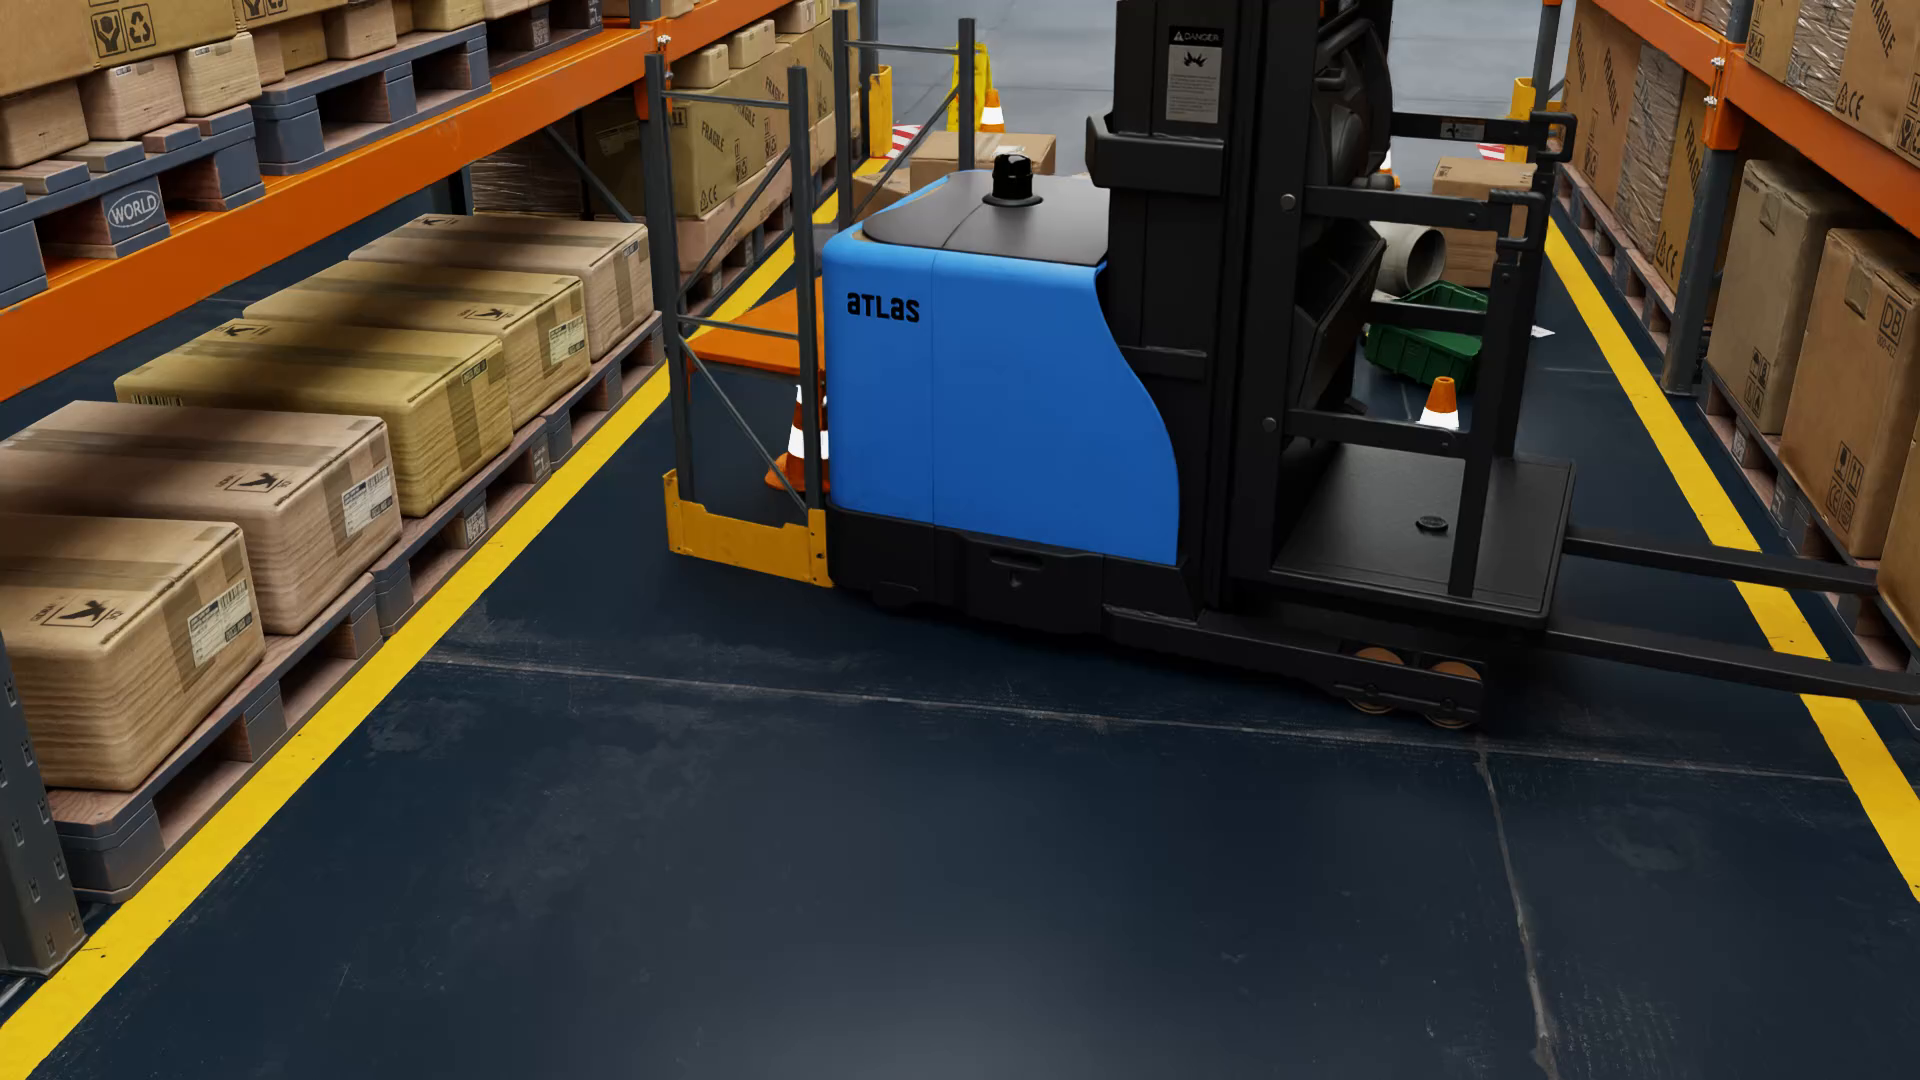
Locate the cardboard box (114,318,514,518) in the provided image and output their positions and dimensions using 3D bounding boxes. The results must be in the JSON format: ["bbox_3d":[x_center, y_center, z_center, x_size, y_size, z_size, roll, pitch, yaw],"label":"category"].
[{"bbox_3d":[-1.974,-0.394,5.157,0.950,0.372,0.625,5,26,10],"label":"cardboard box"}]

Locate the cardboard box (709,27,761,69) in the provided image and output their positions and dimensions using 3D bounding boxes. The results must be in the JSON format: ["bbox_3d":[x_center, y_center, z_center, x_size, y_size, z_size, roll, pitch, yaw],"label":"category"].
[{"bbox_3d":[-1.140,-2.275,7.669,0.380,0.149,0.250,5,26,11],"label":"cardboard box"}]

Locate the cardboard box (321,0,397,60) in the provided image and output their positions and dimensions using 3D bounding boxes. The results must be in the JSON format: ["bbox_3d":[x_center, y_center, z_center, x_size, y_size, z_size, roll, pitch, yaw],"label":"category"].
[{"bbox_3d":[-1.770,-1.404,4.512,0.380,0.149,0.250,5,26,10],"label":"cardboard box"}]

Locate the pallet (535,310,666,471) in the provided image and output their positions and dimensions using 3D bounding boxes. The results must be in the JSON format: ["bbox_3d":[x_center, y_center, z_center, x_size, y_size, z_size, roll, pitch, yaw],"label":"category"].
[{"bbox_3d":[-1.791,-0.616,6.318,1.003,0.211,1.213,4,25,9],"label":"pallet"}]

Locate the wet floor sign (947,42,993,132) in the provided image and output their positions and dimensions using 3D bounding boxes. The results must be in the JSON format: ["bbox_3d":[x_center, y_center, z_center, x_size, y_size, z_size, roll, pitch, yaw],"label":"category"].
[{"bbox_3d":[0.075,-2.817,10.507,0.267,0.644,0.232,13,28,26],"label":"wet floor sign"}]

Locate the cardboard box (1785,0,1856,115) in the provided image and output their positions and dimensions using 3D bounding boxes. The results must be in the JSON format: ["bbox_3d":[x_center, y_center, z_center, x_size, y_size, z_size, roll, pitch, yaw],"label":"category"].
[{"bbox_3d":[2.802,-1.537,4.878,0.500,0.500,0.500,4,25,9],"label":"cardboard box"}]

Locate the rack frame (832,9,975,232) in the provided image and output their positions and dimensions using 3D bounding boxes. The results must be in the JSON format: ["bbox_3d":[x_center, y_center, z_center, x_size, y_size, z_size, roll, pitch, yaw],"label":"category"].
[{"bbox_3d":[-0.183,-0.992,5.601,0.500,1.500,0.032,12,28,24],"label":"rack frame"}]

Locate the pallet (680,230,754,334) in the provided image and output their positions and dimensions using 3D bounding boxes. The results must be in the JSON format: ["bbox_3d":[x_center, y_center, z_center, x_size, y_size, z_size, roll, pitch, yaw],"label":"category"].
[{"bbox_3d":[-1.590,-1.225,7.619,1.003,0.211,1.213,4,25,9],"label":"pallet"}]

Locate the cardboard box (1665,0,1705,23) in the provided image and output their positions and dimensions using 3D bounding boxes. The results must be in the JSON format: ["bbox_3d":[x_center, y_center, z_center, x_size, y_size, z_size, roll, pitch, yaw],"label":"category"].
[{"bbox_3d":[3.351,-2.359,6.574,0.875,0.550,0.550,4,25,9],"label":"cardboard box"}]

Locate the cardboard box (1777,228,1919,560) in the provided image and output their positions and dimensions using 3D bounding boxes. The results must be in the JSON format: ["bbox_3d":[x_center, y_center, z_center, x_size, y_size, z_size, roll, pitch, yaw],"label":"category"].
[{"bbox_3d":[3.061,-0.407,4.739,1.050,0.750,0.750,4,25,9],"label":"cardboard box"}]

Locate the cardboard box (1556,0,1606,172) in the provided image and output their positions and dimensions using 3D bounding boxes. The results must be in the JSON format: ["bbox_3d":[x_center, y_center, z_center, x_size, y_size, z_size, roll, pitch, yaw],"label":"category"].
[{"bbox_3d":[3.843,-2.517,9.100,0.875,0.875,0.875,4,25,9],"label":"cardboard box"}]

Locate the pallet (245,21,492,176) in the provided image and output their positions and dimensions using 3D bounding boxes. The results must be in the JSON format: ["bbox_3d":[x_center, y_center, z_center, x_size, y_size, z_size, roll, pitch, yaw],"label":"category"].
[{"bbox_3d":[-2.036,-1.276,4.664,1.003,0.211,1.213,4,25,9],"label":"pallet"}]

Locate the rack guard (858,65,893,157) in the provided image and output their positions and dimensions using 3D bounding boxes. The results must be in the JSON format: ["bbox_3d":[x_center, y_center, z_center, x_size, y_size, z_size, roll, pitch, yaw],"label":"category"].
[{"bbox_3d":[-1.024,-2.714,10.459,1.175,0.500,0.348,4,25,9],"label":"rack guard"}]

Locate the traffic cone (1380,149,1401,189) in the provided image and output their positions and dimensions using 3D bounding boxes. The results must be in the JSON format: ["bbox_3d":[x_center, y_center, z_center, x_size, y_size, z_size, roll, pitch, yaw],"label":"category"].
[{"bbox_3d":[2.401,-2.305,9.628,0.336,0.463,0.334,4,25,9],"label":"traffic cone"}]

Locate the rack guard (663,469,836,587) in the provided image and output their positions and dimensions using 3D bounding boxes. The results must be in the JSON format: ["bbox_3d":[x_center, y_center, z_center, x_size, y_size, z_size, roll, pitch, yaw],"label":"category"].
[{"bbox_3d":[-0.632,-0.040,5.041,0.587,0.250,0.087,12,28,24],"label":"rack guard"}]

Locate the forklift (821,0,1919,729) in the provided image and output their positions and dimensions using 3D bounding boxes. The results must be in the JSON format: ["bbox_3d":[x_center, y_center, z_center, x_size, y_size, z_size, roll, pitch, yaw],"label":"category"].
[{"bbox_3d":[1.180,-1.104,4.150,3.031,2.935,1.130,10,27,20],"label":"forklift"}]

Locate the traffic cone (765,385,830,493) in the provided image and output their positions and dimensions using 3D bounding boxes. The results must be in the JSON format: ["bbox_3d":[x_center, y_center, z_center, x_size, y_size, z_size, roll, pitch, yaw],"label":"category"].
[{"bbox_3d":[-0.487,-0.440,5.645,0.336,0.463,0.334,4,25,9],"label":"traffic cone"}]

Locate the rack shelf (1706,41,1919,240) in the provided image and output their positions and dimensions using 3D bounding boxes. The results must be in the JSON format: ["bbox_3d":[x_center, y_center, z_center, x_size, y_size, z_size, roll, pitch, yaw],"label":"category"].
[{"bbox_3d":[2.908,-0.742,4.146,1.077,0.370,4.000,4,25,9],"label":"rack shelf"}]

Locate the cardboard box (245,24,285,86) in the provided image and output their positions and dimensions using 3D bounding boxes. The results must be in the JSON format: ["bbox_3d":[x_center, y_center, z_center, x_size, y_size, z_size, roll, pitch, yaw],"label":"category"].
[{"bbox_3d":[-1.885,-1.178,4.030,0.380,0.149,0.250,6,26,12],"label":"cardboard box"}]

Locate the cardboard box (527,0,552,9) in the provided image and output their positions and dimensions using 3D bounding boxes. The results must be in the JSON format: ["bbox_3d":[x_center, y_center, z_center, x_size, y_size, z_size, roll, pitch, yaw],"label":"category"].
[{"bbox_3d":[-1.544,-1.828,5.417,0.380,0.149,0.250,4,25,8],"label":"cardboard box"}]

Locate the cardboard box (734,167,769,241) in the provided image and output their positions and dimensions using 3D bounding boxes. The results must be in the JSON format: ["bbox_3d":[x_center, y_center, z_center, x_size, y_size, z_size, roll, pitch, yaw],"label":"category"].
[{"bbox_3d":[-1.226,-1.602,7.882,0.500,0.250,0.500,5,26,11],"label":"cardboard box"}]

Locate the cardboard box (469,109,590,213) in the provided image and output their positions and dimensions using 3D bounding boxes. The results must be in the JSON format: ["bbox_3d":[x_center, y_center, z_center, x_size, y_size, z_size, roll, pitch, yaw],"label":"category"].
[{"bbox_3d":[-1.833,-1.756,7.326,0.500,0.500,0.500,4,25,8],"label":"cardboard box"}]

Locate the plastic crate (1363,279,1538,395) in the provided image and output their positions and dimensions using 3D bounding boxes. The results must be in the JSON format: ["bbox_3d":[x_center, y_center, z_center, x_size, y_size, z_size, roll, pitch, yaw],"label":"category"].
[{"bbox_3d":[1.971,-0.820,6.713,0.450,0.188,0.662,29,36,30],"label":"plastic crate"}]

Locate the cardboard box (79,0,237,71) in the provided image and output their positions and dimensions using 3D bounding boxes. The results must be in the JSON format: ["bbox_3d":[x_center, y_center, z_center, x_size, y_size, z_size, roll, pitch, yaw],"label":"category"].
[{"bbox_3d":[-1.939,-1.293,3.510,0.500,0.500,0.500,5,26,11],"label":"cardboard box"}]

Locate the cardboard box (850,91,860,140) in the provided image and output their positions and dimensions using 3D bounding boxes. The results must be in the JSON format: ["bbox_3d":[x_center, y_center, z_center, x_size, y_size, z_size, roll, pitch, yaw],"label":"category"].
[{"bbox_3d":[-0.882,-2.456,9.707,0.500,0.250,0.500,4,25,8],"label":"cardboard box"}]

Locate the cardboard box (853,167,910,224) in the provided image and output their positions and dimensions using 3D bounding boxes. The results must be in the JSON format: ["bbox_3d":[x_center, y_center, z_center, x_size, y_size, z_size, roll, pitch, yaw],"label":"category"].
[{"bbox_3d":[-0.148,-1.428,7.708,0.500,0.500,0.500,-20,32,-36],"label":"cardboard box"}]

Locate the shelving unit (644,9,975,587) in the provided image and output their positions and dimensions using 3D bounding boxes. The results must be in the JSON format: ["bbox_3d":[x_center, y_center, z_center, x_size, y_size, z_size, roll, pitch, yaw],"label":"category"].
[{"bbox_3d":[-0.412,-0.796,5.181,0.587,1.500,1.083,12,28,24],"label":"shelving unit"}]

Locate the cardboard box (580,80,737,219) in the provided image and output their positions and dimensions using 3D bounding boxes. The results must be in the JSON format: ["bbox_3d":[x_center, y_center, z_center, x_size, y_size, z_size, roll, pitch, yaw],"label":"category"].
[{"bbox_3d":[-1.302,-1.718,7.245,0.500,0.500,0.500,5,26,11],"label":"cardboard box"}]

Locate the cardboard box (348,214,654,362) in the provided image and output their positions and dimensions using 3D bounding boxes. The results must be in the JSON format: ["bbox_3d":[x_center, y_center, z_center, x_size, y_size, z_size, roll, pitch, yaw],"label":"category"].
[{"bbox_3d":[-1.748,-0.986,6.421,0.950,0.372,0.625,4,25,9],"label":"cardboard box"}]

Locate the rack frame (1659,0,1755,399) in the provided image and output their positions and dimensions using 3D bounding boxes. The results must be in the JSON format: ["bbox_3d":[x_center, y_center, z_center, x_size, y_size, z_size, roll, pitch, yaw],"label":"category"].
[{"bbox_3d":[3.235,-1.904,5.780,1.000,3.000,0.127,4,25,9],"label":"rack frame"}]

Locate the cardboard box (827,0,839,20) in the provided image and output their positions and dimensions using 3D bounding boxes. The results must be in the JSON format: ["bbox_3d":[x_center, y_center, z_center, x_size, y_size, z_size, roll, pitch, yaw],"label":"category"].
[{"bbox_3d":[-0.879,-2.945,9.102,0.380,0.149,0.250,5,26,10],"label":"cardboard box"}]

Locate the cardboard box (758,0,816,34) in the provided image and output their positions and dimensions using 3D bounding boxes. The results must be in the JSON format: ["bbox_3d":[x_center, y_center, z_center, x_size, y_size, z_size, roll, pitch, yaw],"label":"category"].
[{"bbox_3d":[-0.968,-2.730,8.642,0.380,0.149,0.250,5,26,11],"label":"cardboard box"}]

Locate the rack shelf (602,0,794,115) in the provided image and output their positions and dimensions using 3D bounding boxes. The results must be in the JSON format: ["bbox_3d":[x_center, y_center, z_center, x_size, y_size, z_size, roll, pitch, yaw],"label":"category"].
[{"bbox_3d":[-1.338,-2.716,8.362,1.077,0.370,4.000,4,25,9],"label":"rack shelf"}]

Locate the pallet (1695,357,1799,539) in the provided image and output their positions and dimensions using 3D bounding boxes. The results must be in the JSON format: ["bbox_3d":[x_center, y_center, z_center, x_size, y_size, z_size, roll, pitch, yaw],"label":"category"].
[{"bbox_3d":[3.183,-0.313,5.671,1.003,0.211,1.213,4,25,9],"label":"pallet"}]

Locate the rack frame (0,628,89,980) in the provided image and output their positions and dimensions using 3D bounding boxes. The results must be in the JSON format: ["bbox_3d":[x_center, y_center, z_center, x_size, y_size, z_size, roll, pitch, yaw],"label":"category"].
[{"bbox_3d":[-2.319,-0.532,2.848,1.000,3.000,0.127,4,25,9],"label":"rack frame"}]

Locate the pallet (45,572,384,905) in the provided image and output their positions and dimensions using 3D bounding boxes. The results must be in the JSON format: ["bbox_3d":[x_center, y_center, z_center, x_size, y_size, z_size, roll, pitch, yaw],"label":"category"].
[{"bbox_3d":[-2.190,0.404,4.138,1.003,0.211,1.213,4,25,9],"label":"pallet"}]

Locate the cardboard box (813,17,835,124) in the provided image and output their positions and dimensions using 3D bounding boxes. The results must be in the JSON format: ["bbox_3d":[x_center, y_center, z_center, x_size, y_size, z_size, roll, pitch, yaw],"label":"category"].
[{"bbox_3d":[-0.967,-2.591,9.110,0.500,0.500,0.500,5,26,10],"label":"cardboard box"}]

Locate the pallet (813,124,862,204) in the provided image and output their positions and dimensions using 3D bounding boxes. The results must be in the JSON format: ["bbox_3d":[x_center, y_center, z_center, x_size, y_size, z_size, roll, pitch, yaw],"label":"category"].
[{"bbox_3d":[-1.191,-2.246,9.799,1.003,0.211,1.213,4,25,9],"label":"pallet"}]

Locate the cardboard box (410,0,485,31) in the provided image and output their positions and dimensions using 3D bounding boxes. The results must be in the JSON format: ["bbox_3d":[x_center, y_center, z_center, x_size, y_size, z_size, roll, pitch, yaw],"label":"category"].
[{"bbox_3d":[-1.658,-1.621,4.977,0.380,0.149,0.250,4,25,8],"label":"cardboard box"}]

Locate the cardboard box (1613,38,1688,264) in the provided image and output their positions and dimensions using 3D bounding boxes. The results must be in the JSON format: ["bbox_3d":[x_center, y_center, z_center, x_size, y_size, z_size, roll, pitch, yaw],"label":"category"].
[{"bbox_3d":[3.550,-1.768,7.499,0.875,0.875,0.875,4,25,9],"label":"cardboard box"}]

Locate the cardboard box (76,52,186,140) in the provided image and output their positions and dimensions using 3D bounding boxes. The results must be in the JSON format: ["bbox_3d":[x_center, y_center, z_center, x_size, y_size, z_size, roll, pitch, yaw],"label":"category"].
[{"bbox_3d":[-1.913,-0.959,3.561,0.380,0.149,0.250,2,25,5],"label":"cardboard box"}]

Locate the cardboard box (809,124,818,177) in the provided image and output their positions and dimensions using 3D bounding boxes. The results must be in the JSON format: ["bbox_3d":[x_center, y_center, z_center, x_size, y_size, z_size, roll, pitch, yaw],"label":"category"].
[{"bbox_3d":[-1.051,-2.031,8.798,0.500,0.250,0.500,3,25,7],"label":"cardboard box"}]

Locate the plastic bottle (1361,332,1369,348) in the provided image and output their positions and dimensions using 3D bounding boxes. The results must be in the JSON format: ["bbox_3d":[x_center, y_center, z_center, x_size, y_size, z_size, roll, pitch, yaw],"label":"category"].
[{"bbox_3d":[1.791,-0.794,6.873,0.133,0.061,0.283,-9,27,-19],"label":"plastic bottle"}]

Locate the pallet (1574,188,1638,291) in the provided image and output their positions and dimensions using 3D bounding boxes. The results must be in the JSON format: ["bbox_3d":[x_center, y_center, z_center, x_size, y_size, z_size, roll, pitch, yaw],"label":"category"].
[{"bbox_3d":[3.633,-1.466,8.132,1.003,0.211,1.213,4,25,9],"label":"pallet"}]

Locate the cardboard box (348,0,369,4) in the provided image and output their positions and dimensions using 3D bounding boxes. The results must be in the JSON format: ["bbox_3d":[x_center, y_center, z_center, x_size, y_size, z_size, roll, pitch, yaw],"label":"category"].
[{"bbox_3d":[-1.769,-1.724,4.431,0.500,0.500,0.500,3,25,7],"label":"cardboard box"}]

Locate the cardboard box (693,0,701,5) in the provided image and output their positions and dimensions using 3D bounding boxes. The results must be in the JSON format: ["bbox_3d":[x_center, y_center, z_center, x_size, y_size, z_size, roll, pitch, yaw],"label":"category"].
[{"bbox_3d":[-1.307,-2.310,6.943,0.380,0.149,0.250,5,26,10],"label":"cardboard box"}]

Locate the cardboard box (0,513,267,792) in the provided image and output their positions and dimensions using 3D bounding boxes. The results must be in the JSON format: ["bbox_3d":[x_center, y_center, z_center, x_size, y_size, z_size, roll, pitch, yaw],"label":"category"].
[{"bbox_3d":[-2.217,0.232,3.820,0.950,0.372,0.625,2,25,5],"label":"cardboard box"}]

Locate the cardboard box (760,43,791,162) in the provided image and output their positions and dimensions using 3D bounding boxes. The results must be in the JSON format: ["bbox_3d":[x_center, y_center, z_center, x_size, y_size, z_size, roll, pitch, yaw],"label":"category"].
[{"bbox_3d":[-1.140,-2.159,8.188,0.500,0.500,0.500,5,26,11],"label":"cardboard box"}]

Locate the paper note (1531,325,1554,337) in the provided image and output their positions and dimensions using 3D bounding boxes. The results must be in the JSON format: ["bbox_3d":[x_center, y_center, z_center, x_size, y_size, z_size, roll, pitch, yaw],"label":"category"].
[{"bbox_3d":[2.451,-0.904,7.144,0.147,0.020,0.142,-14,29,-27],"label":"paper note"}]

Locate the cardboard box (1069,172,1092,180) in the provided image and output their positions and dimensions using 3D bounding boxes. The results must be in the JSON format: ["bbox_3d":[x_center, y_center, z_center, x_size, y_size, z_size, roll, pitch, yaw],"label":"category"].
[{"bbox_3d":[0.767,-1.899,9.131,0.380,0.149,0.250,19,31,35],"label":"cardboard box"}]

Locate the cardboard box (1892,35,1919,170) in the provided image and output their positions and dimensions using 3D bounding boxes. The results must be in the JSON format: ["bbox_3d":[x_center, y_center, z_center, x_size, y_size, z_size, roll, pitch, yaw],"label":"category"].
[{"bbox_3d":[2.634,-1.116,3.978,0.500,0.500,0.500,4,25,9],"label":"cardboard box"}]
